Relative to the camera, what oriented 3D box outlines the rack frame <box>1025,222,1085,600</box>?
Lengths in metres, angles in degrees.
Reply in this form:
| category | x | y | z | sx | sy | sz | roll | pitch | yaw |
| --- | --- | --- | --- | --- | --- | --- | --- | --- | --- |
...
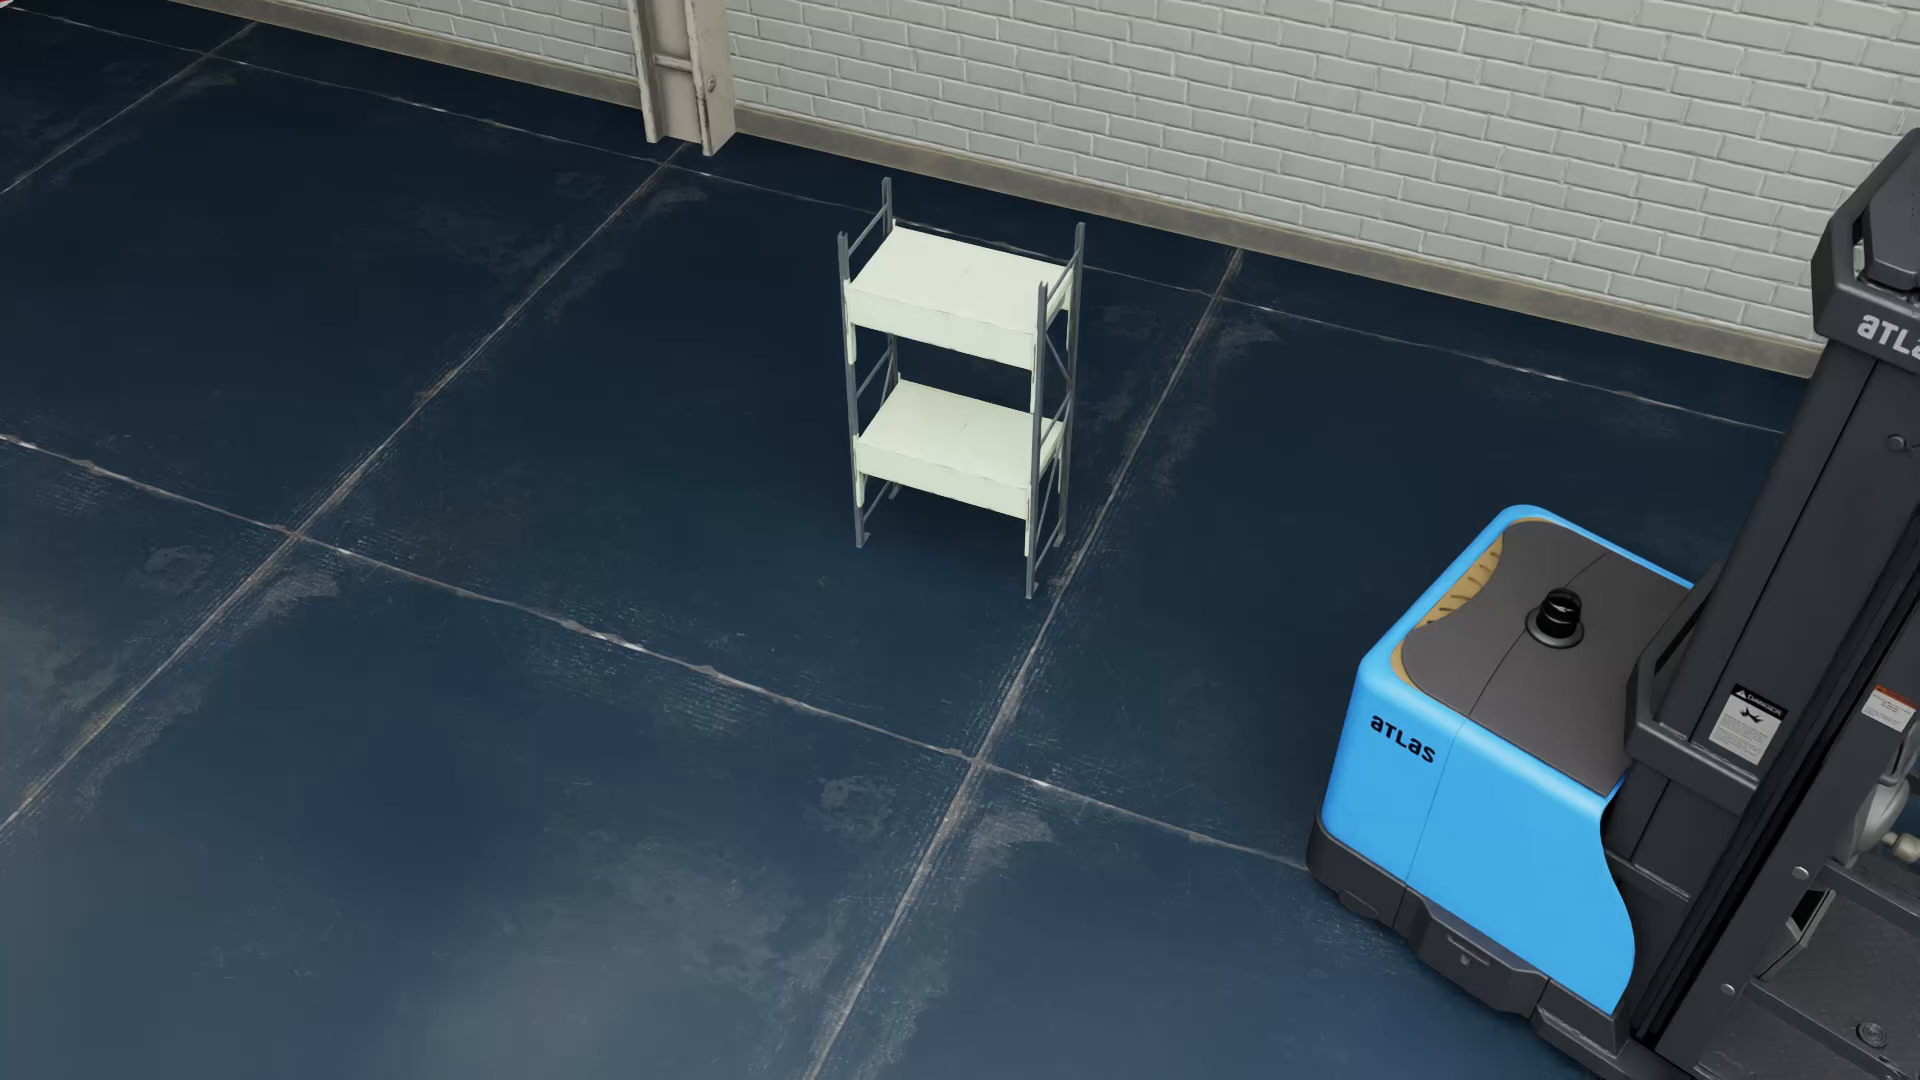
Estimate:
| category | x | y | z | sx | sy | sz | roll | pitch | yaw |
| --- | --- | --- | --- | --- | --- | --- | --- | --- | --- |
| rack frame | 0.344 | -0.430 | 6.119 | 0.023 | 1.500 | 0.400 | 16 | 47 | 16 |

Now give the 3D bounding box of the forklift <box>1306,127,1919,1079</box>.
| category | x | y | z | sx | sy | sz | roll | pitch | yaw |
| --- | --- | --- | --- | --- | --- | --- | --- | --- | --- |
| forklift | 2.595 | 0.525 | 4.144 | 3.031 | 2.935 | 1.130 | 32 | 53 | 28 |

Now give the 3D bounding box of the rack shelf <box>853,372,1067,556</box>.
| category | x | y | z | sx | sy | sz | roll | pitch | yaw |
| --- | --- | --- | --- | --- | --- | --- | --- | --- | --- |
| rack shelf | 0.006 | -0.299 | 6.449 | 0.720 | 0.370 | 0.431 | 16 | 47 | 16 |

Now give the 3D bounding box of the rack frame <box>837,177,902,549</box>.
| category | x | y | z | sx | sy | sz | roll | pitch | yaw |
| --- | --- | --- | --- | --- | --- | --- | --- | --- | --- |
| rack frame | -0.332 | -0.629 | 6.319 | 0.023 | 1.500 | 0.400 | 16 | 47 | 16 |

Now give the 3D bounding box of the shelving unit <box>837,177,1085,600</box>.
| category | x | y | z | sx | sy | sz | roll | pitch | yaw |
| --- | --- | --- | --- | --- | --- | --- | --- | --- | --- |
| shelving unit | 0.006 | -0.530 | 6.219 | 0.755 | 1.500 | 0.431 | 16 | 47 | 16 |

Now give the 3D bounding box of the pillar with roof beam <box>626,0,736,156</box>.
| category | x | y | z | sx | sy | sz | roll | pitch | yaw |
| --- | --- | --- | --- | --- | --- | --- | --- | --- | --- |
| pillar with roof beam | -3.094 | -2.567 | 2.950 | 0.400 | 9.000 | 9.100 | 16 | 47 | 16 |

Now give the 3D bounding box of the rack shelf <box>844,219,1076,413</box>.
| category | x | y | z | sx | sy | sz | roll | pitch | yaw |
| --- | --- | --- | --- | --- | --- | --- | --- | --- | --- |
| rack shelf | 0.006 | -0.807 | 5.944 | 0.720 | 0.370 | 0.431 | 16 | 47 | 16 |
